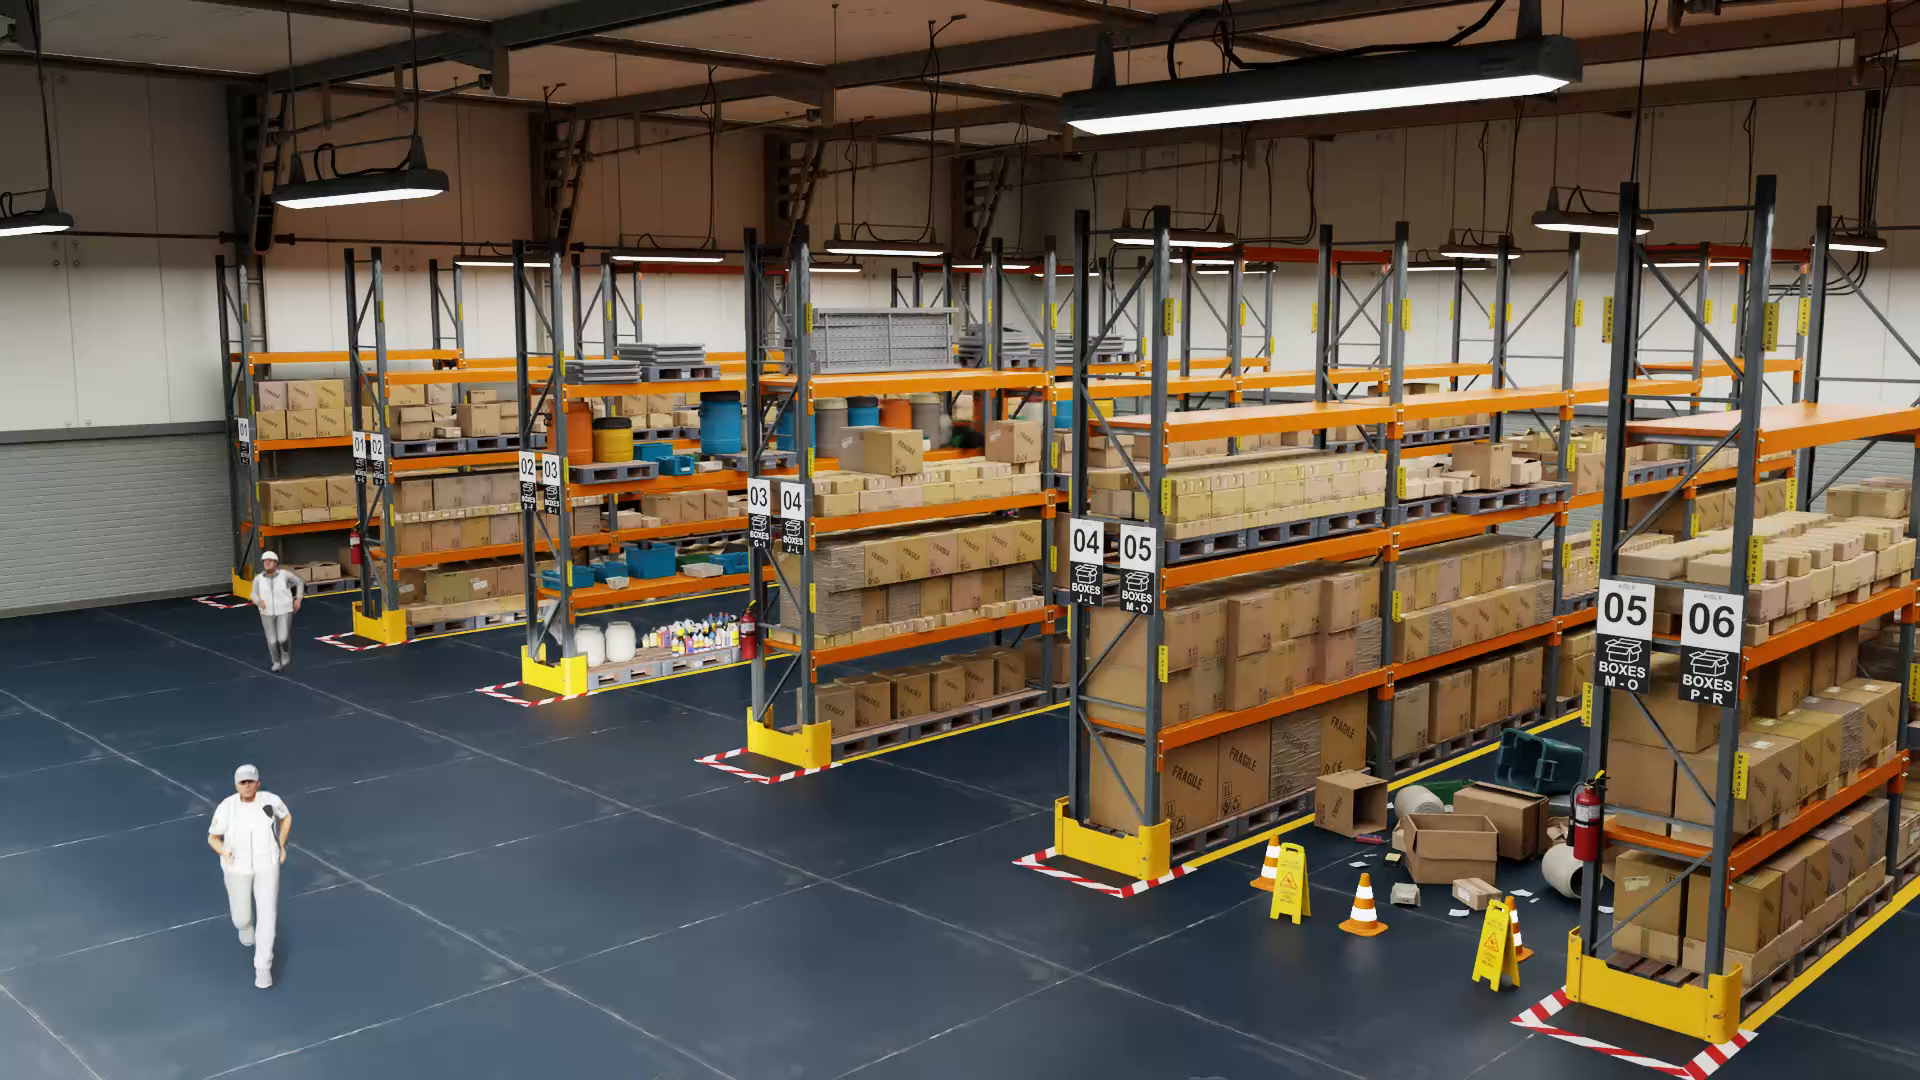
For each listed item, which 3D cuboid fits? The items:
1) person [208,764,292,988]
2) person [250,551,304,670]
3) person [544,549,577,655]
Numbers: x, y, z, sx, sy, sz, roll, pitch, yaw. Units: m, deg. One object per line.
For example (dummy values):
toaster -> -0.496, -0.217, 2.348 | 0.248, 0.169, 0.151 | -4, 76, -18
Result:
person -> -5.480, 2.544, 12.890 | 0.607, 1.658, 0.849 | -4, 9, -24
person -> -9.565, 1.010, 23.280 | 0.680, 1.723, 0.731 | -2, 8, -11
person -> -5.802, 0.914, 24.265 | 0.546, 1.631, 0.611 | 5, 10, 33
